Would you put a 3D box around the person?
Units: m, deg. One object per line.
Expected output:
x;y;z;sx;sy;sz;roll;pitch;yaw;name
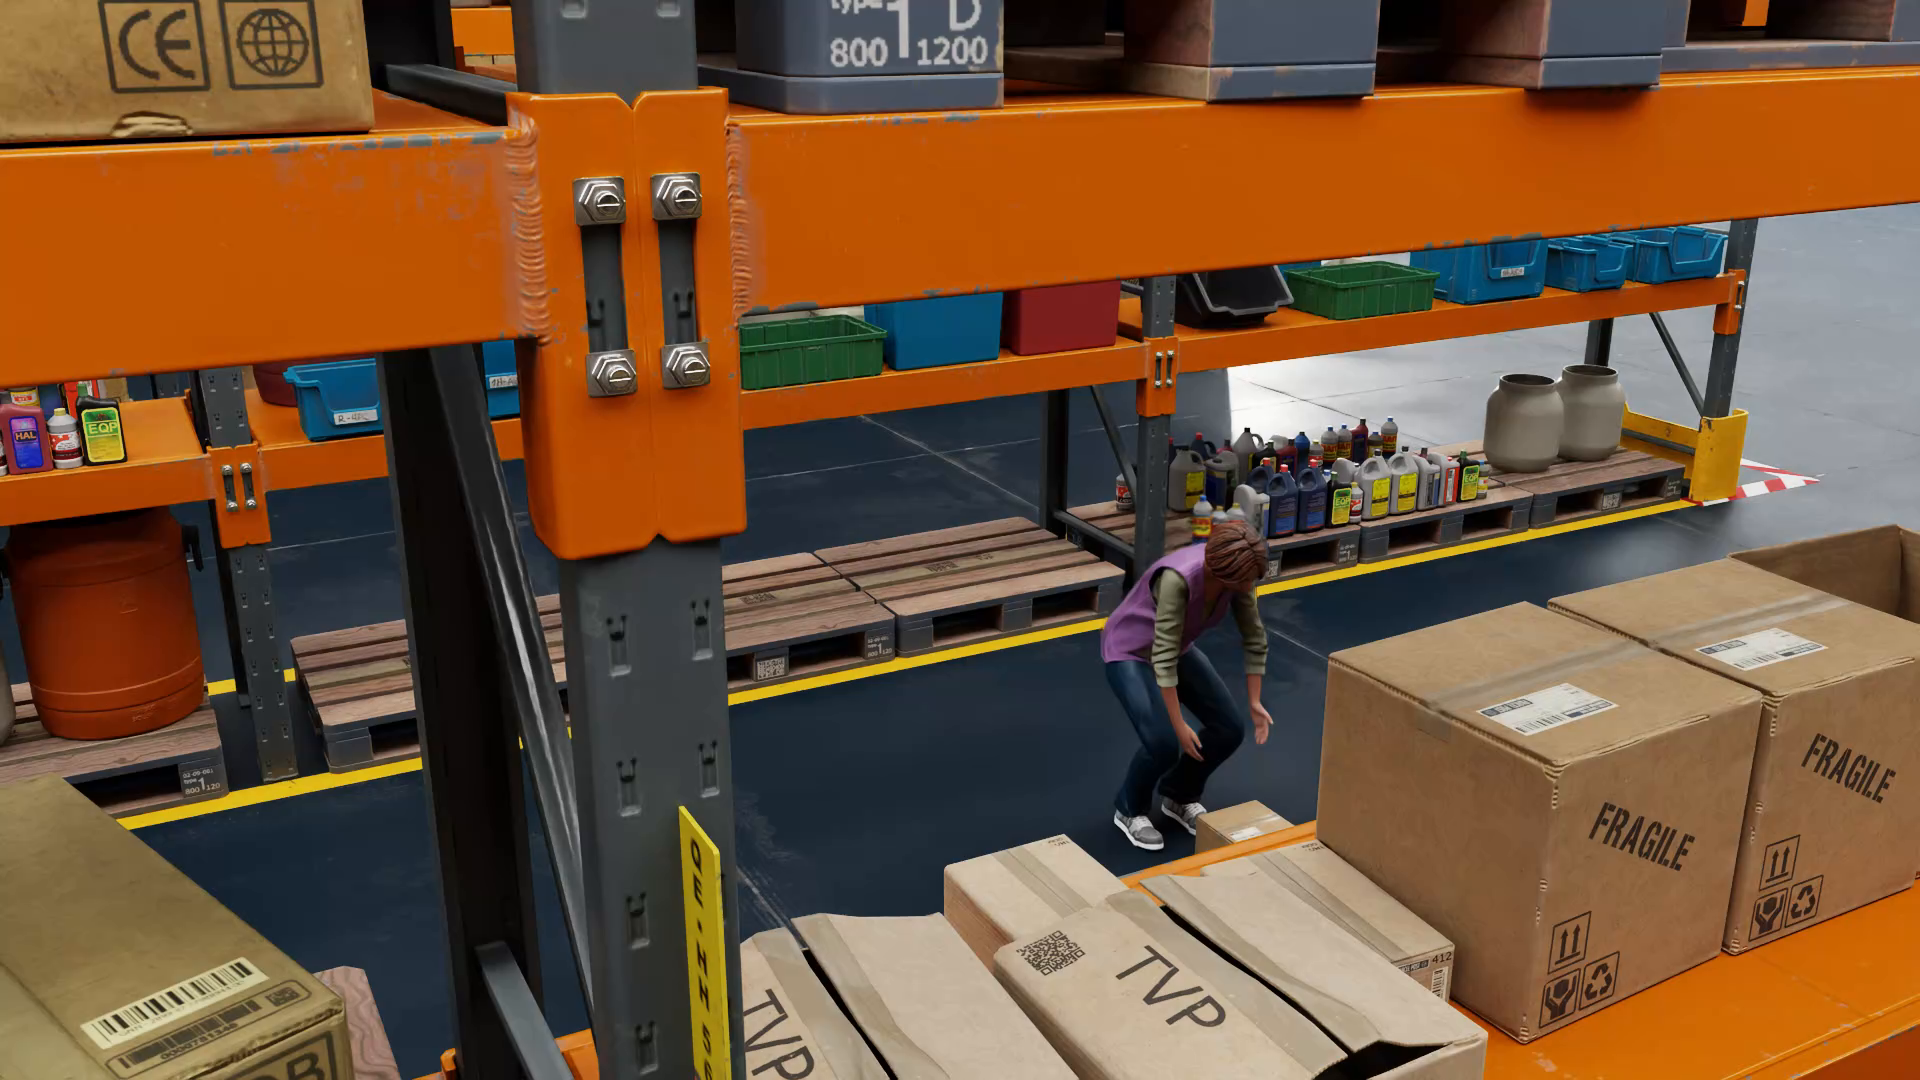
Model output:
0.789;0.468;5.759;0.462;1.242;0.688;-10;21;-27;person
